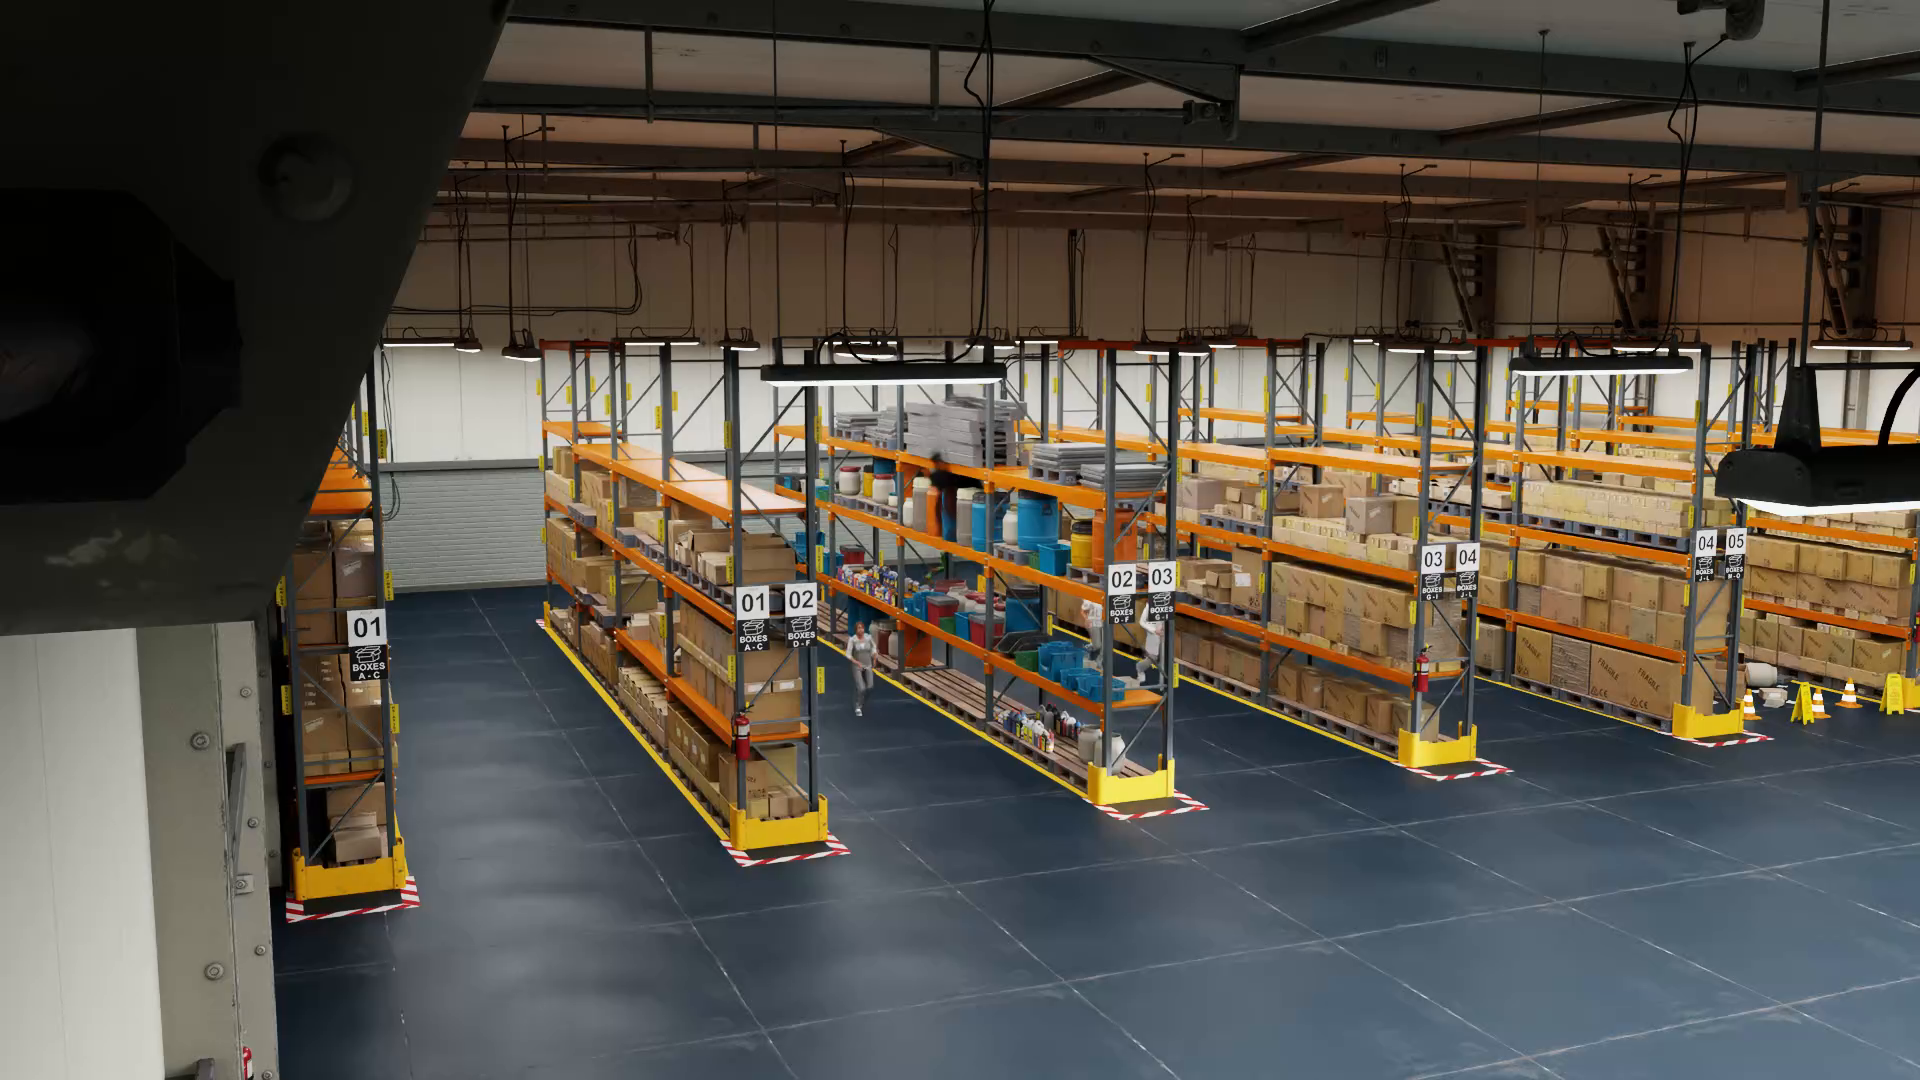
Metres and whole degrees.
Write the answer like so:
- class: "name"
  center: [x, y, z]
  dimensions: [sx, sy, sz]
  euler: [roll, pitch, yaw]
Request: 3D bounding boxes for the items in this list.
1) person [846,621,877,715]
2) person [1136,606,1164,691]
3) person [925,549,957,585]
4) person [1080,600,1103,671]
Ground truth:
- class: "person"
  center: [-1.574, 2.080, 26.878]
  dimensions: [0.560, 1.558, 0.598]
  euler: [-2, 8, -18]
- class: "person"
  center: [3.387, 1.730, 28.704]
  dimensions: [0.728, 1.774, 1.073]
  euler: [-4, 9, -29]
- class: "person"
  center: [-0.355, 0.287, 39.639]
  dimensions: [0.970, 1.768, 0.667]
  euler: [-1, 7, -6]
- class: "person"
  center: [2.530, 1.576, 30.534]
  dimensions: [0.616, 1.627, 0.550]
  euler: [-3, 8, -24]
